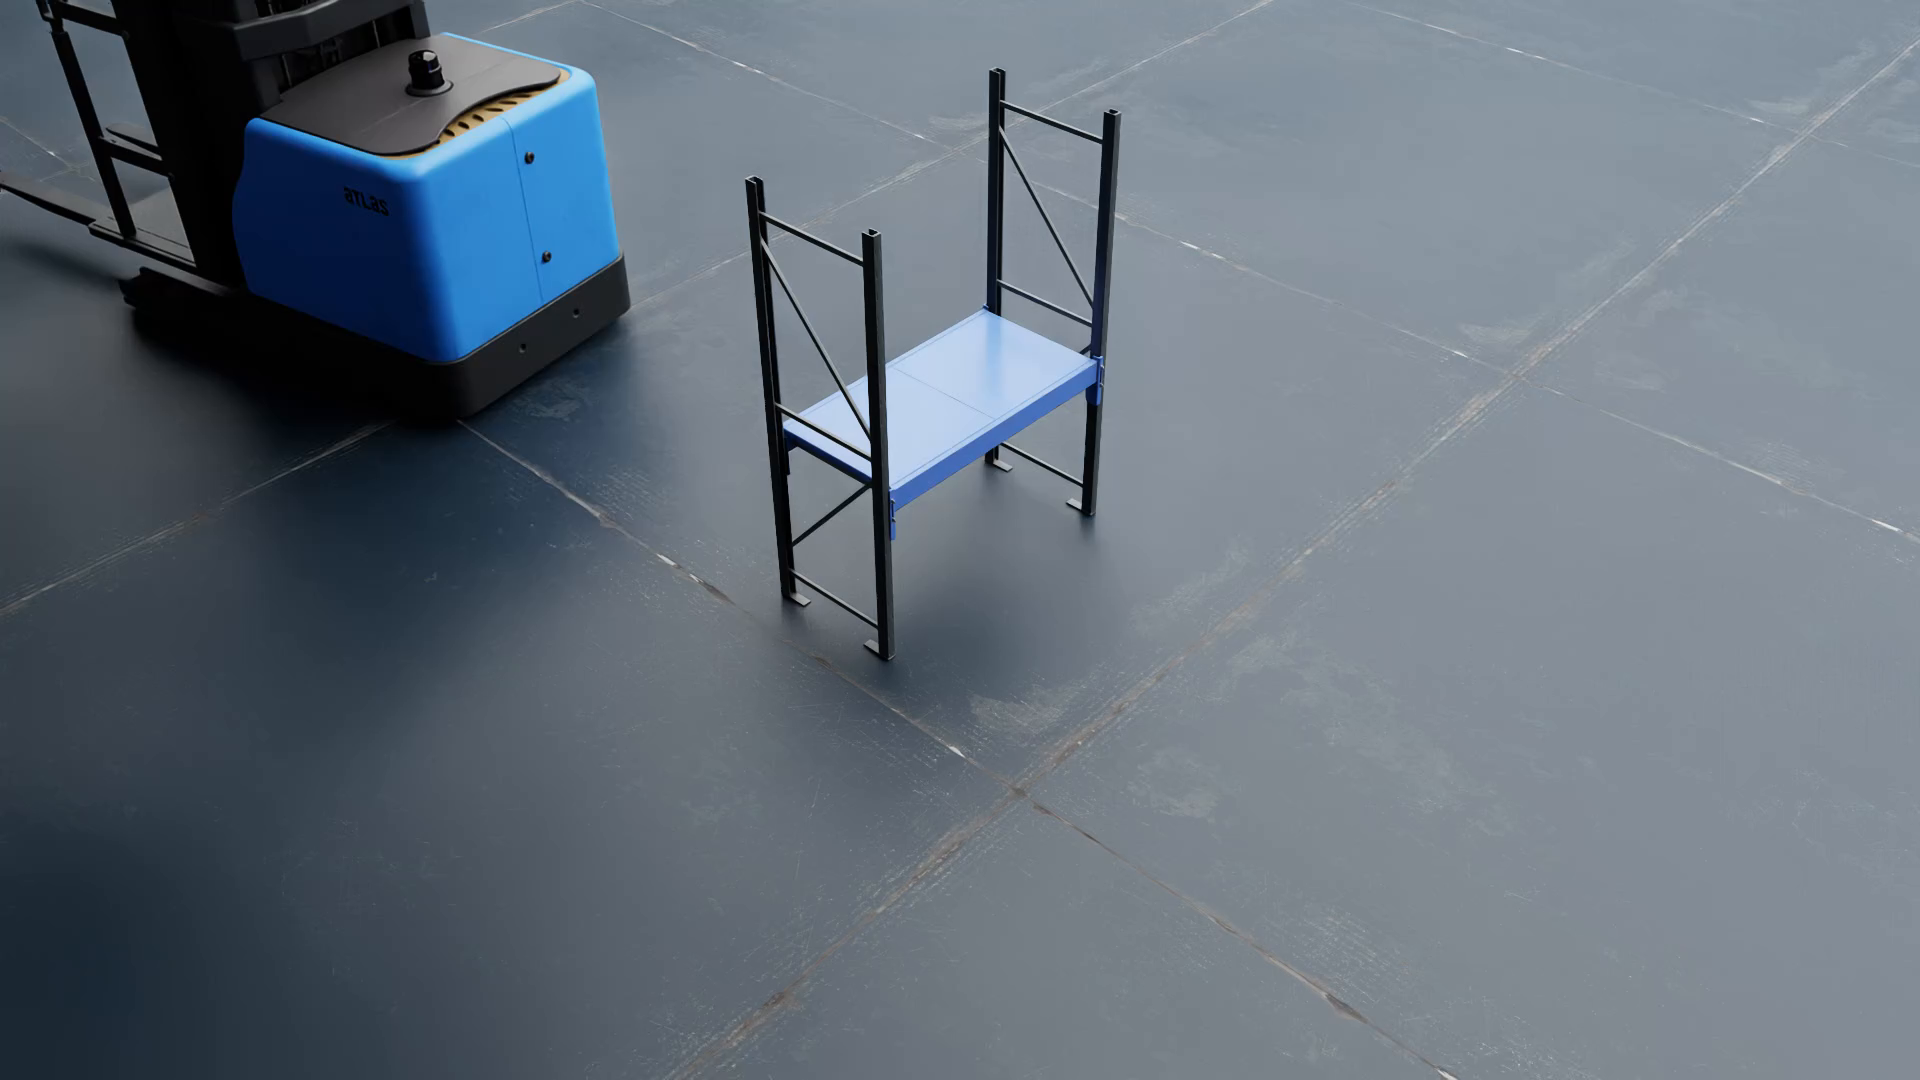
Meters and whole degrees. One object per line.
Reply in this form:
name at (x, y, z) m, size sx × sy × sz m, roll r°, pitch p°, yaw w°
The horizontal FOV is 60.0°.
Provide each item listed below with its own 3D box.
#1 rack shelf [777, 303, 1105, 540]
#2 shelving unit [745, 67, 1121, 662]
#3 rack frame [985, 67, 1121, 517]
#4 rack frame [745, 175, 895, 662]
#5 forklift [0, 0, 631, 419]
rack shelf at (-0.058, -0.407, 5.346) m, size 0.538 × 0.185 × 1.000 m, roll 30°, pitch 47°, yaw 32°
shelving unit at (-0.058, -0.548, 5.234) m, size 0.538 × 1.500 × 1.048 m, roll 30°, pitch 47°, yaw 32°
rack frame at (0.285, -0.781, 5.528) m, size 0.500 × 1.500 × 0.032 m, roll 30°, pitch 47°, yaw 32°
rack frame at (-0.400, -0.314, 4.940) m, size 0.500 × 1.500 × 0.032 m, roll 30°, pitch 47°, yaw 32°
forklift at (-2.883, -2.285, 6.269) m, size 3.031 × 2.935 × 1.130 m, roll 21°, pitch 43°, yaw 24°
